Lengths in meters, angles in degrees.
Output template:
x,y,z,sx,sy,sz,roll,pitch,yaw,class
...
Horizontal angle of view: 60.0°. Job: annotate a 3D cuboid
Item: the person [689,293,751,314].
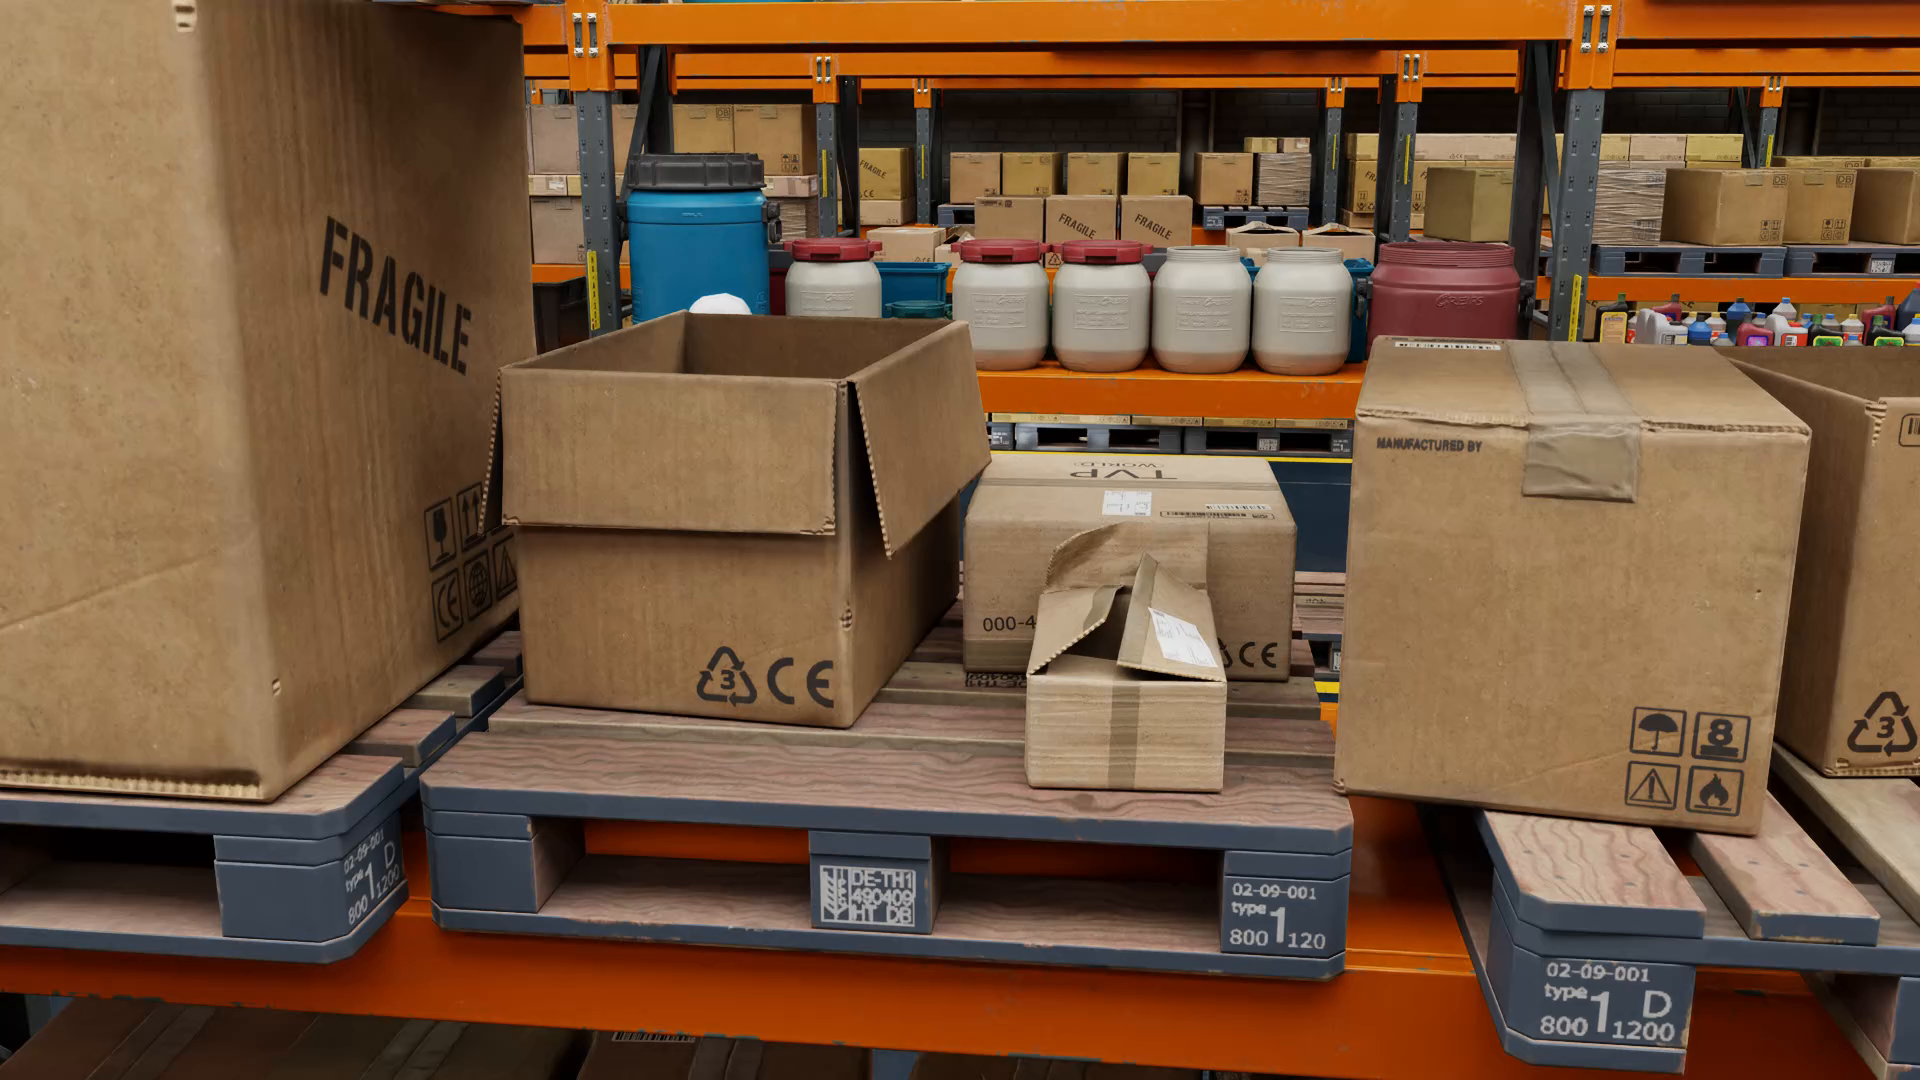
x,y,z,sx,sy,sz,roll,pitch,yaw,class
-0.774,-0.004,5.981,0.455,1.761,0.637,1,14,4,person
